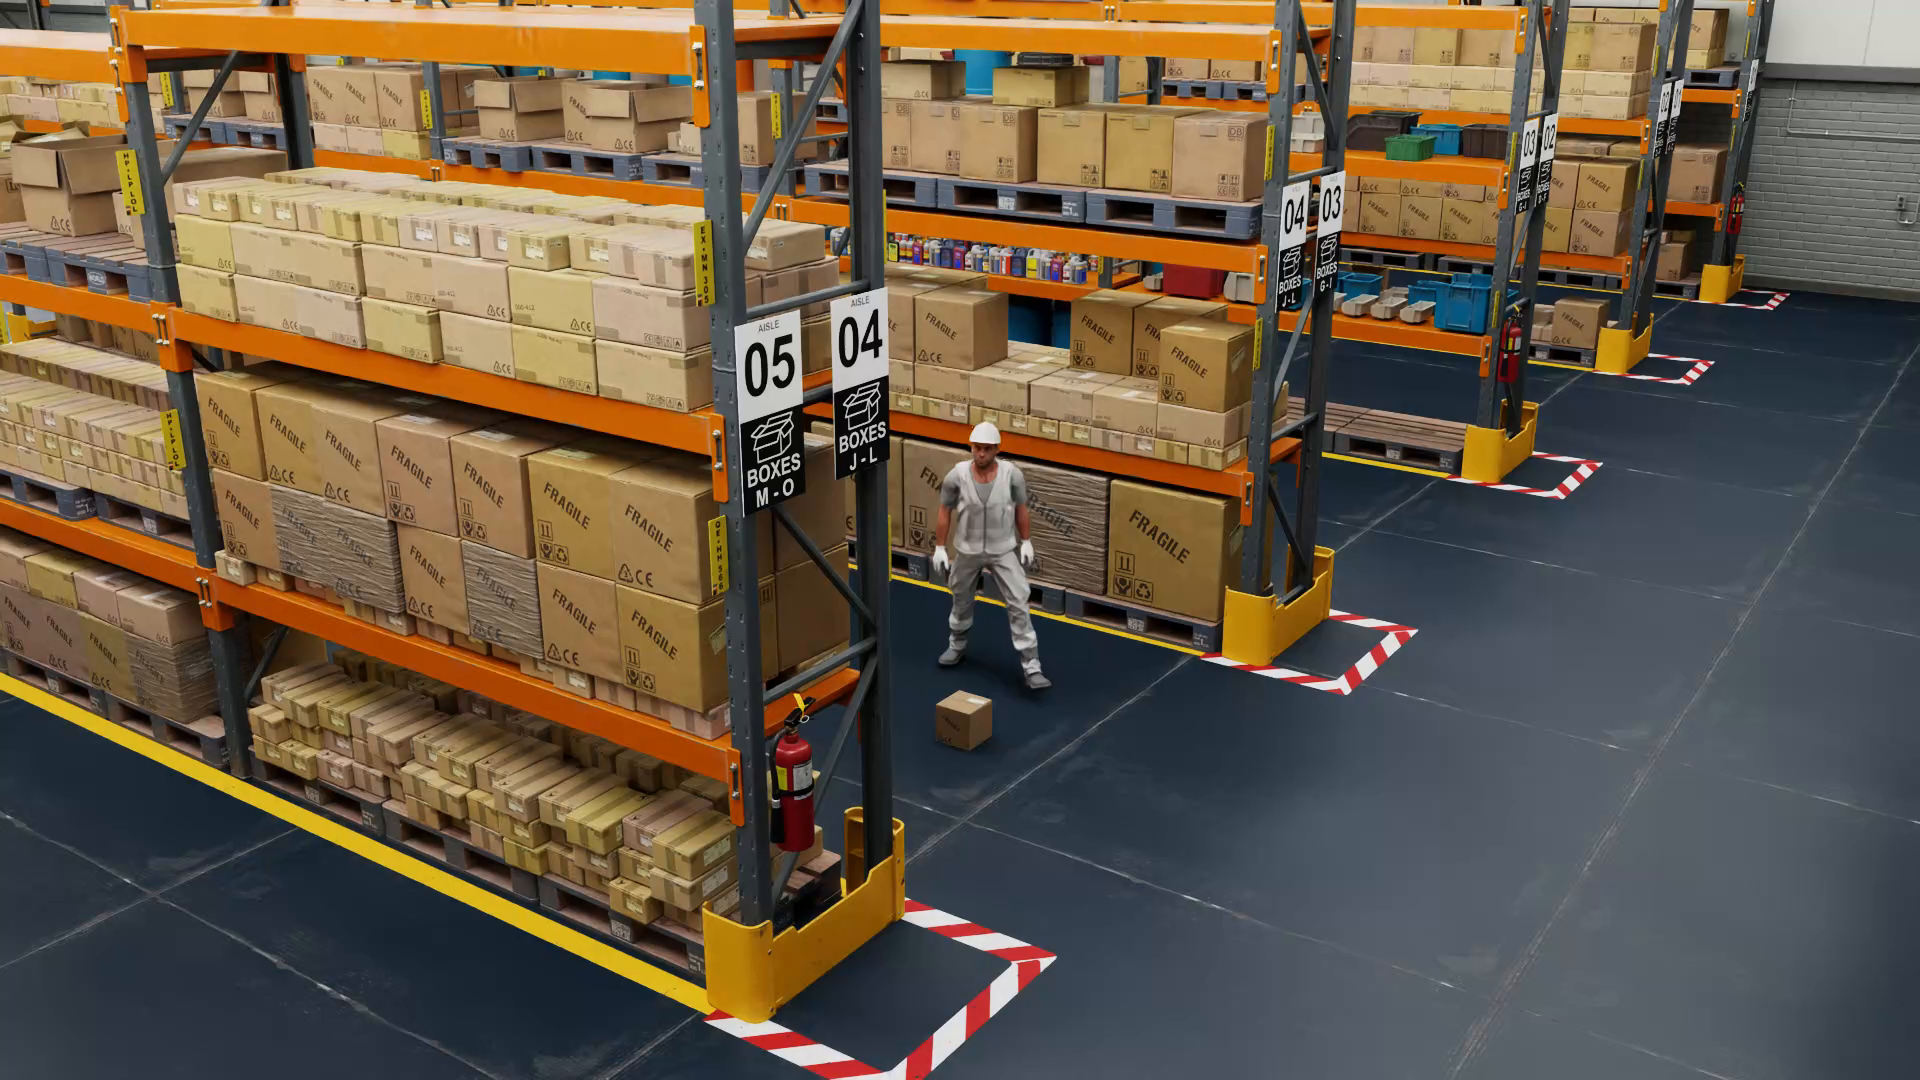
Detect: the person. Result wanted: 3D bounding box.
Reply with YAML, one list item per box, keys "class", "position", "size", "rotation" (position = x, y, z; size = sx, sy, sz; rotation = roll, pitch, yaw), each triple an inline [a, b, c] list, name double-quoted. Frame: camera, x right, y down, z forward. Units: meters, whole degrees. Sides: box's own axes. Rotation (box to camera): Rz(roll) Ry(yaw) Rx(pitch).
- class: "person"
  position: [0.207, 0.094, 10.765]
  size: [0.777, 1.750, 0.853]
  rotation: [0, 20, 1]
